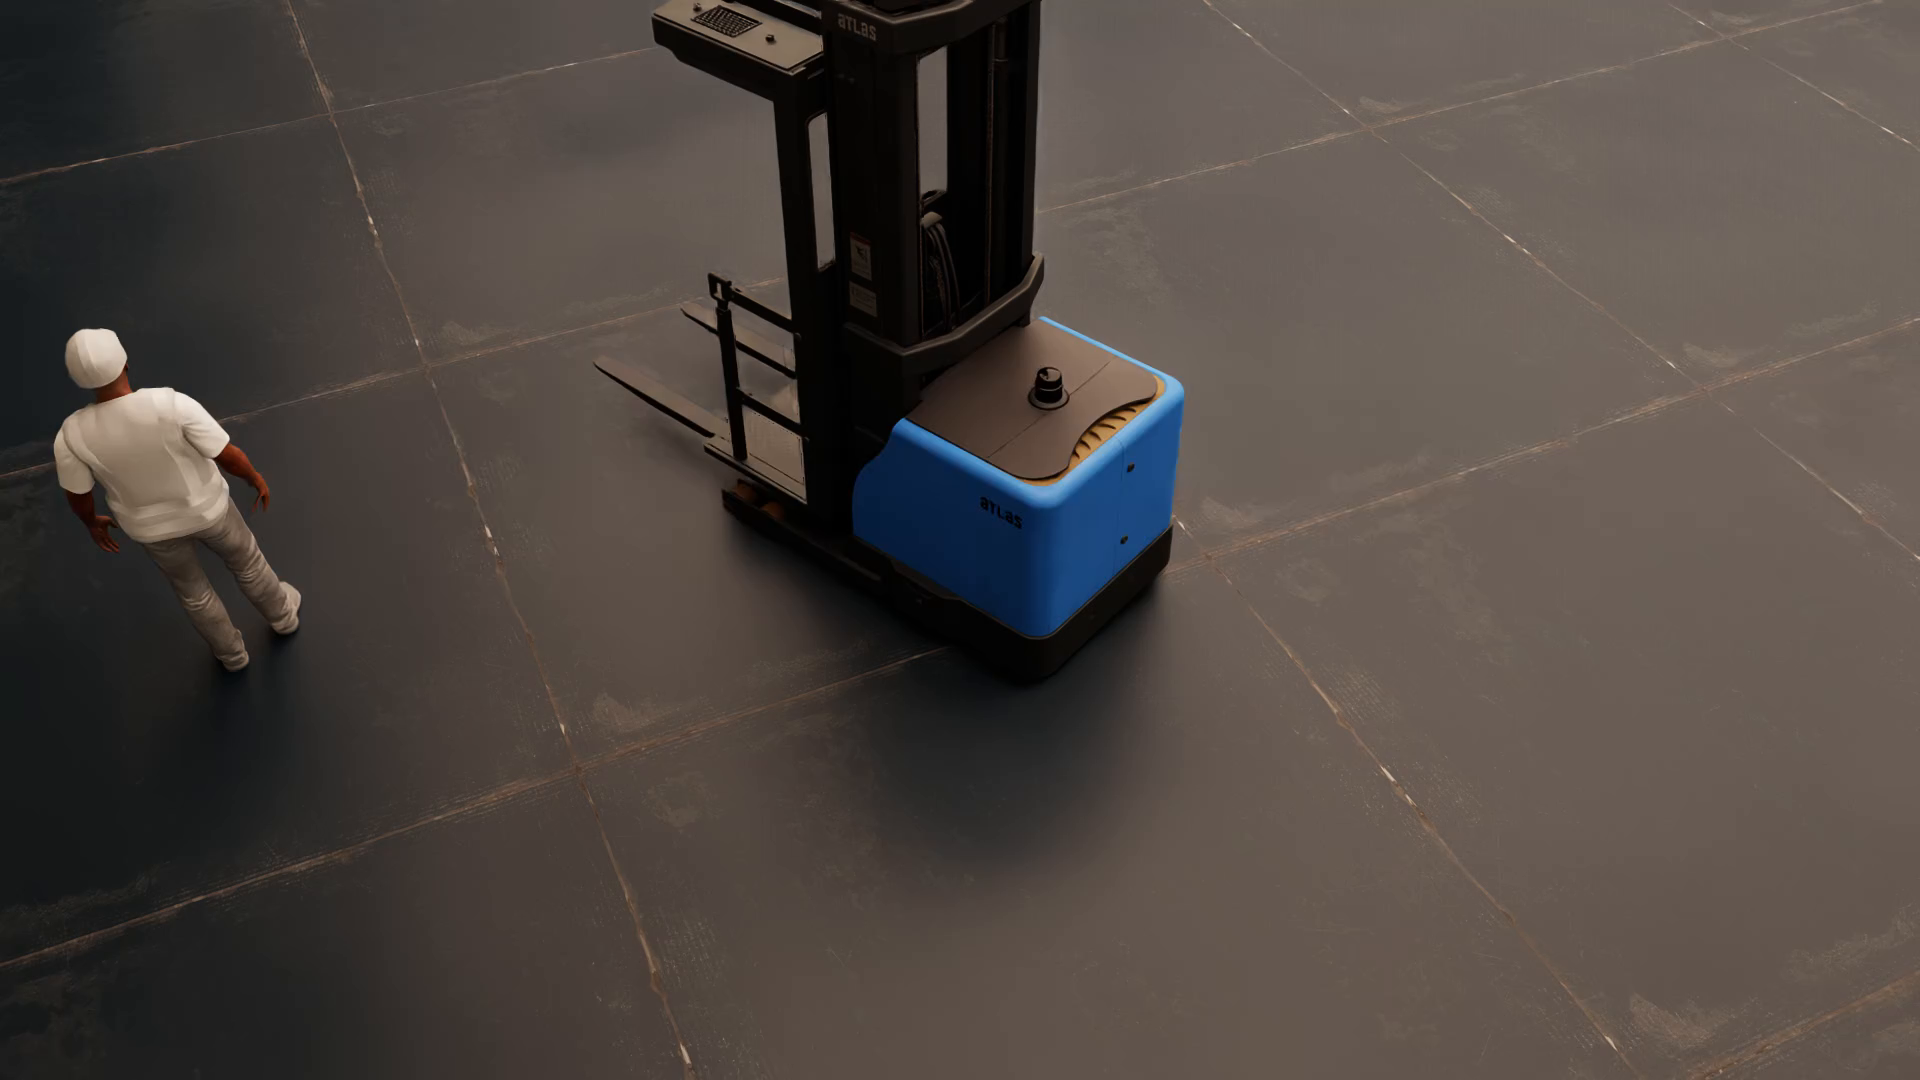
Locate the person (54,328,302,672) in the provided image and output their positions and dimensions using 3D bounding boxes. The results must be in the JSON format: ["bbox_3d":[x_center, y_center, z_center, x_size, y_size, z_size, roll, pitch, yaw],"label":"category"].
[{"bbox_3d":[-3.172,-0.179,6.722,0.696,1.771,0.572,-16,45,-17],"label":"person"}]

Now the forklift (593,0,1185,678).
[{"bbox_3d":[-0.497,-1.336,7.111,3.031,2.935,1.130,30,50,28],"label":"forklift"}]
